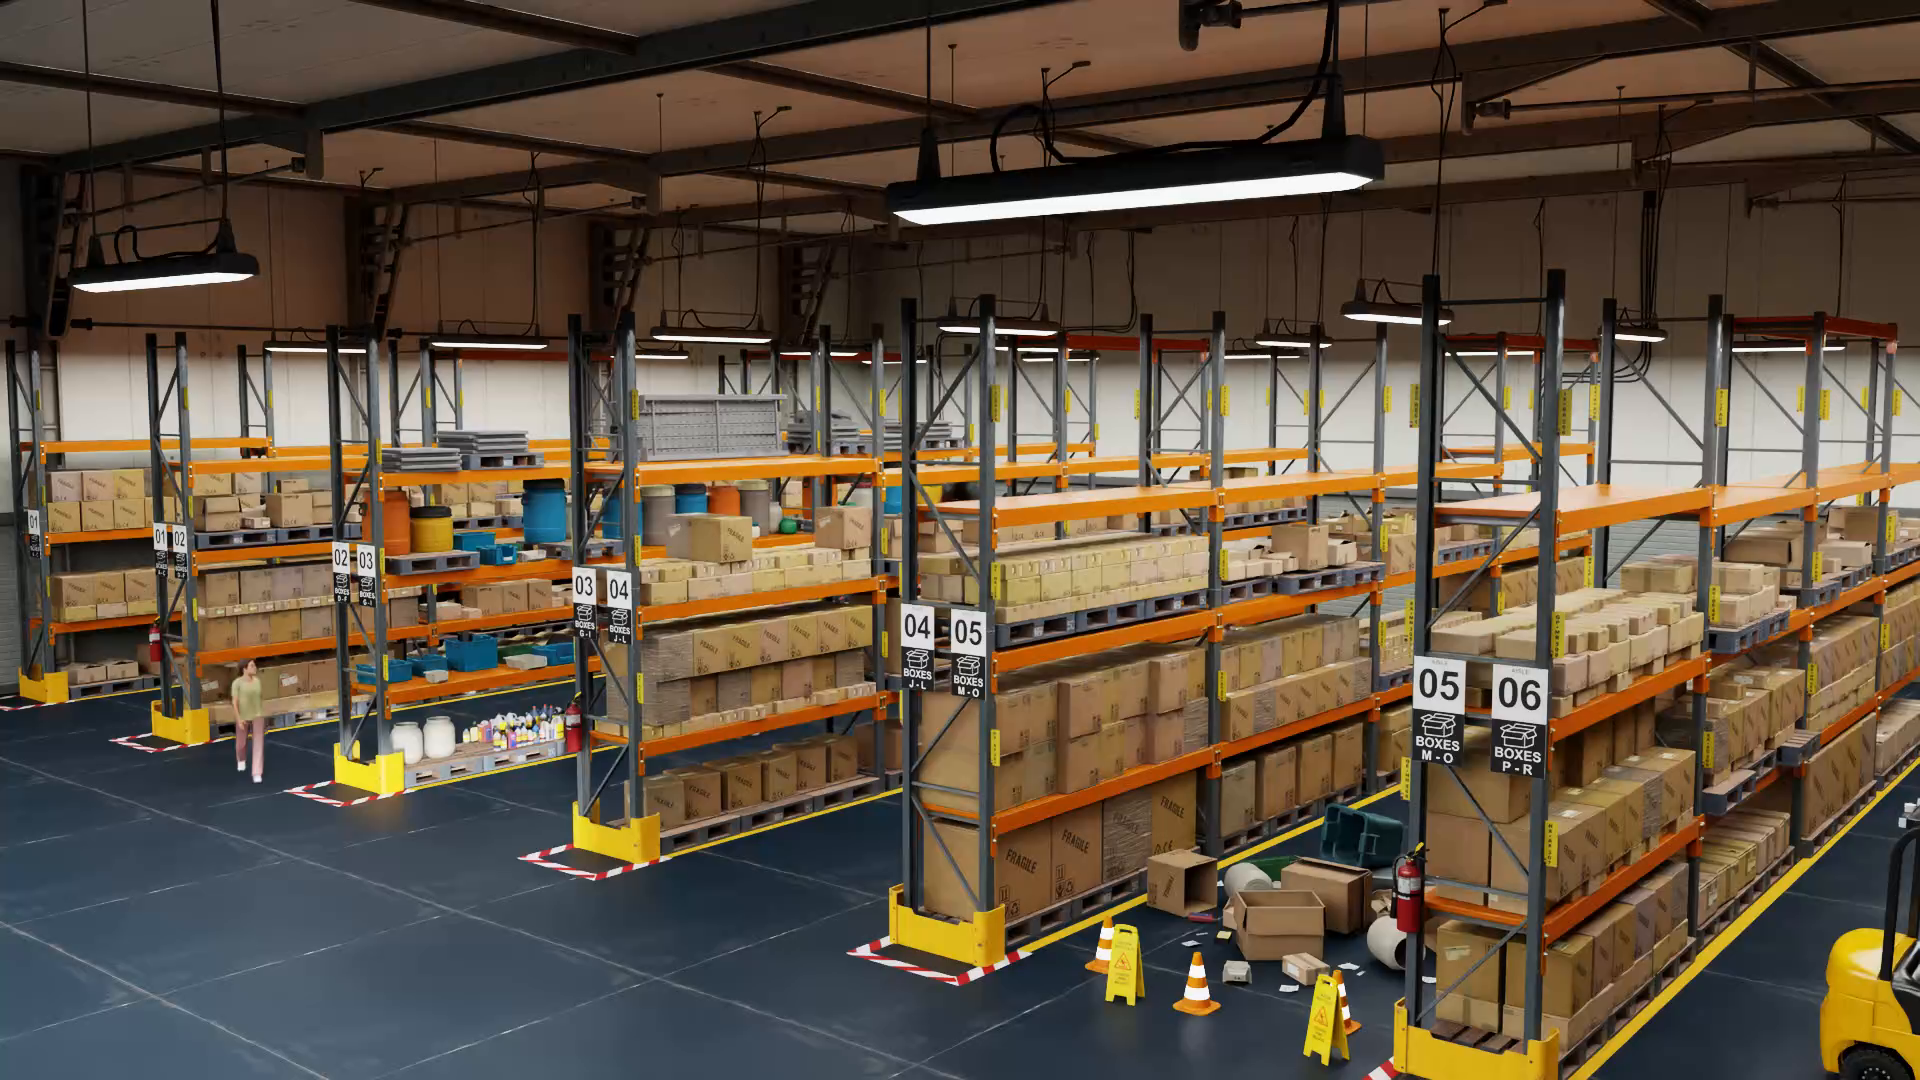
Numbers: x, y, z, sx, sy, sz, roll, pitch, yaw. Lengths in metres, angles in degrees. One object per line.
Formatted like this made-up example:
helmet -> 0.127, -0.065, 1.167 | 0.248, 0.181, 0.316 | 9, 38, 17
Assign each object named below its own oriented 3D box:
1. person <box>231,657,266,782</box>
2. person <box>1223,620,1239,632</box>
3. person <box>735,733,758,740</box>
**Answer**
person -> -9.455, 2.355, 22.106 | 0.417, 1.617, 0.877 | -2, 6, -24
person -> 4.240, 1.957, 26.171 | 0.606, 1.753, 0.992 | 4, 7, 40
person -> -3.133, 2.159, 24.812 | 0.522, 1.630, 0.350 | -2, 6, -23
